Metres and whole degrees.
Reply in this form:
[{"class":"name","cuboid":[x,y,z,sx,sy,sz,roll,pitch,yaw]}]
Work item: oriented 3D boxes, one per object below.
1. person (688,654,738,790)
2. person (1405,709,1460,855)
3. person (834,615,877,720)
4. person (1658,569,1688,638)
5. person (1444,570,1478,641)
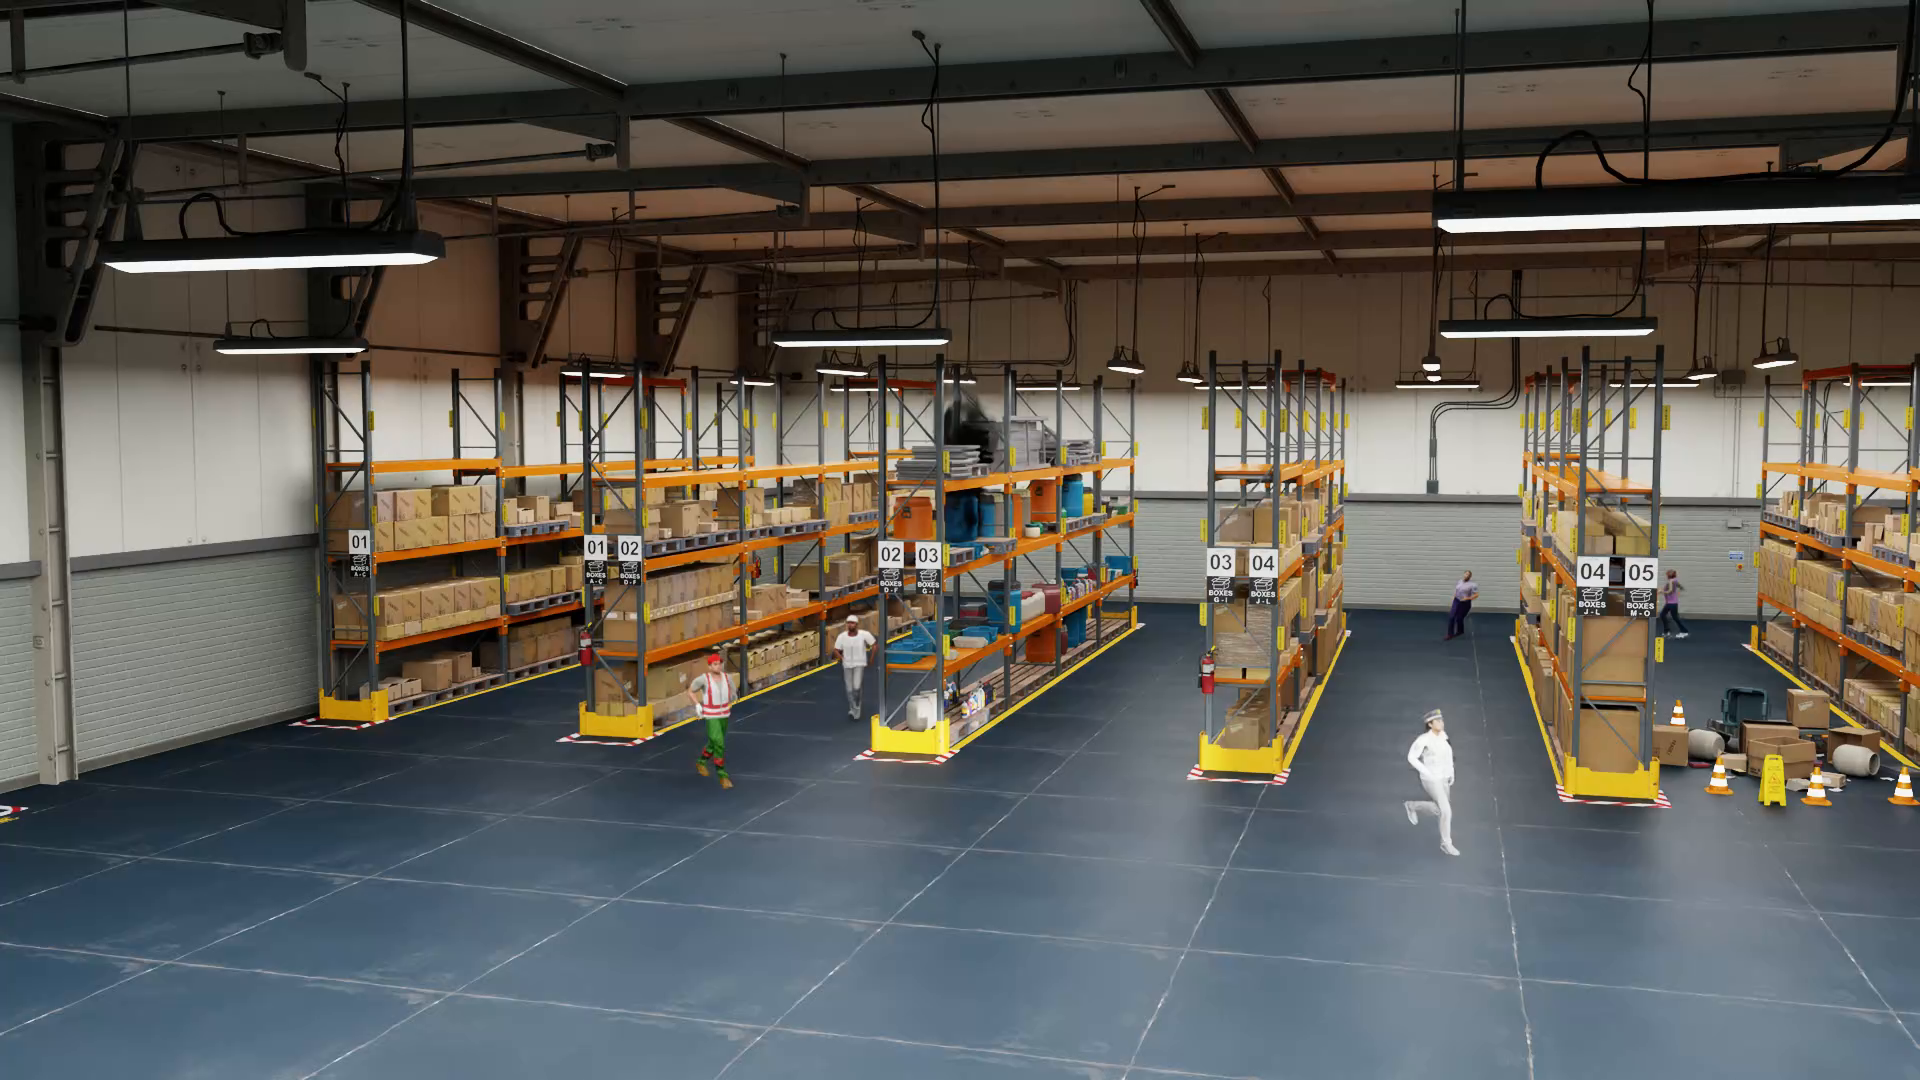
[{"class":"person","cuboid":[-3.359,2.463,22.945,0.630,1.814,0.920,-4,6,-43]},{"class":"person","cuboid":[5.536,2.803,19.508,0.617,1.675,0.835,-3,5,-38]},{"class":"person","cuboid":[-1.798,2.137,27.946,0.673,1.760,0.665,1,4,11]},{"class":"person","cuboid":[16.333,1.454,38.124,0.710,1.568,0.507,2,5,26]},{"class":"person","cuboid":[11.515,1.494,38.045,0.666,1.624,0.723,4,5,42]}]
